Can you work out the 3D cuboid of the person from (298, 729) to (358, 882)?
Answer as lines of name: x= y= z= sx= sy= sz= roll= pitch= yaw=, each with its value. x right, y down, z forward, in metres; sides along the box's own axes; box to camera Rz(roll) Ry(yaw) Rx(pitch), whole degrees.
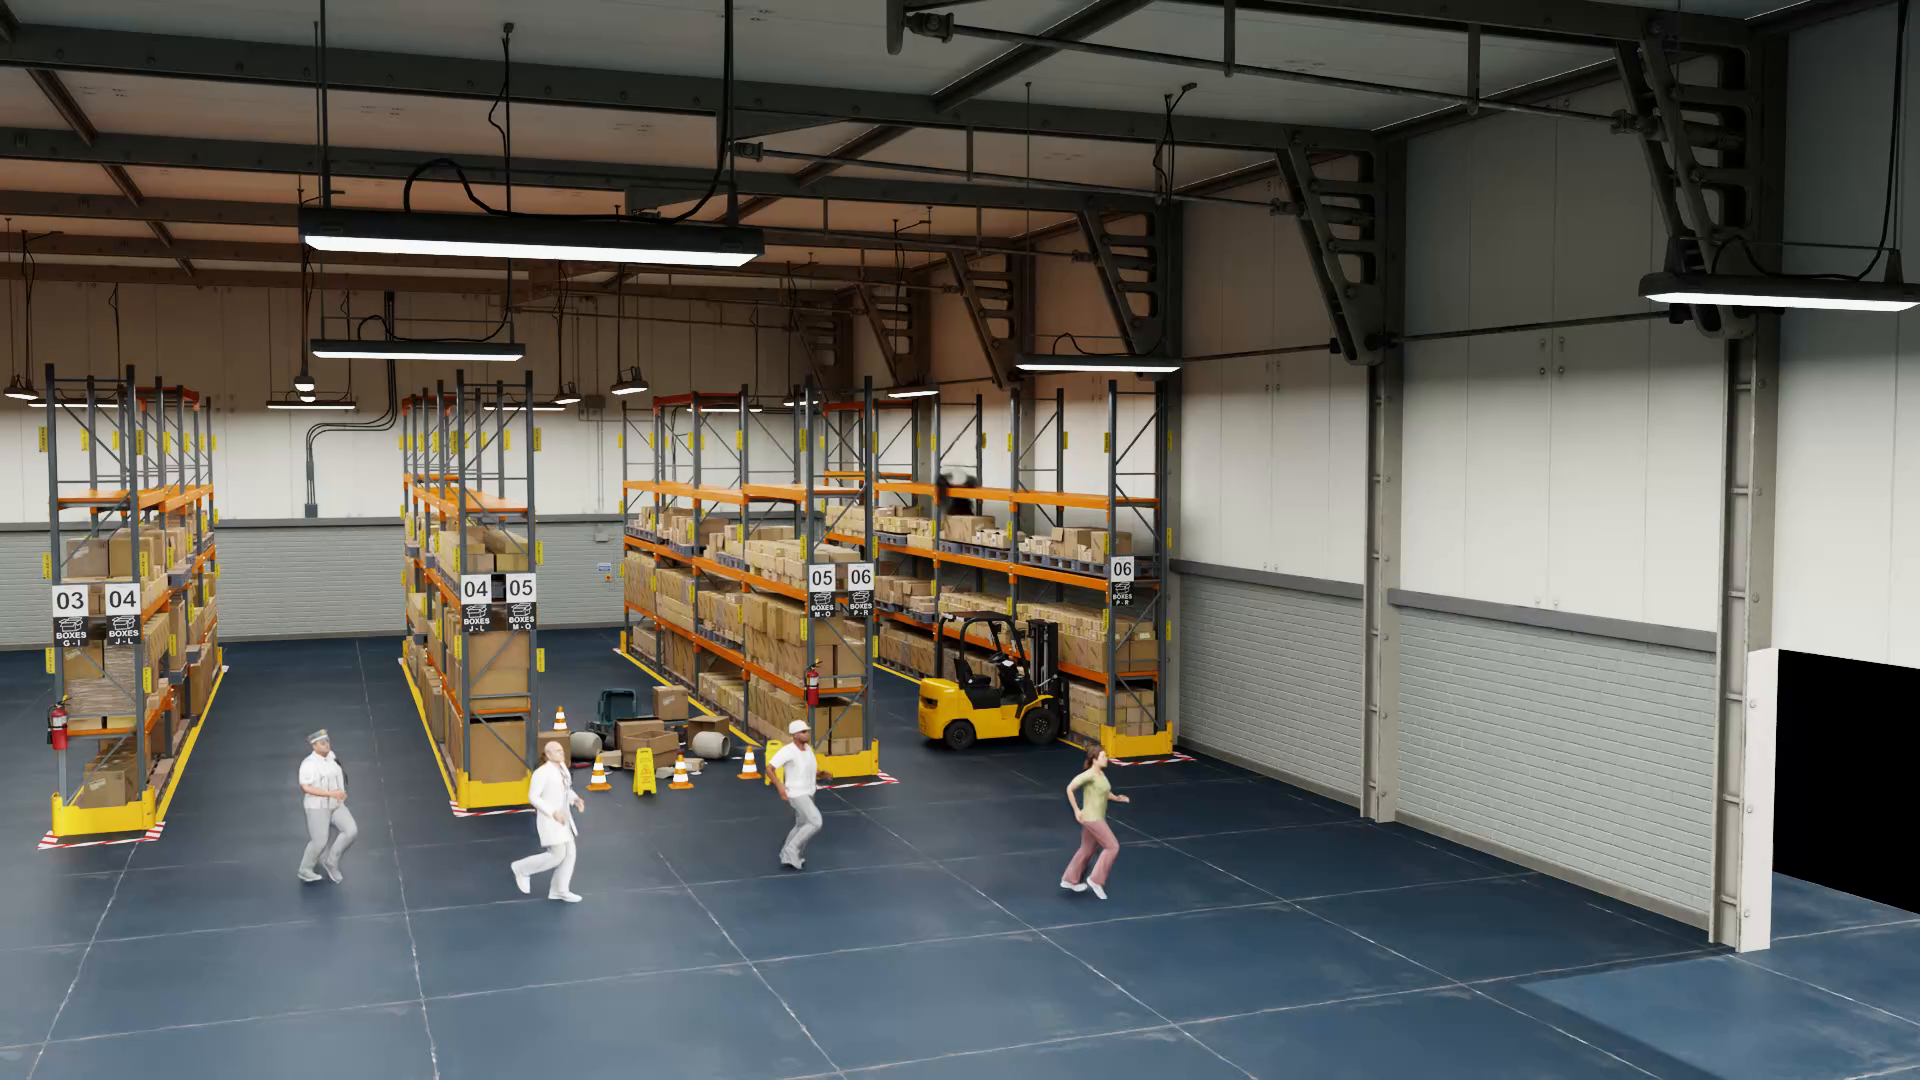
person: x=-7.209 y=3.030 z=18.908 sx=0.683 sy=1.791 sz=0.668 roll=1 pitch=4 yaw=20

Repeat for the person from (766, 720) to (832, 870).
person: x=-1.832 y=2.981 z=19.482 sx=0.667 sy=1.740 sz=0.684 roll=1 pitch=4 yaw=21

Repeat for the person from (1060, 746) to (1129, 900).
person: x=1.476 y=3.099 z=18.279 sx=0.773 sy=1.687 sz=0.541 roll=1 pitch=4 yaw=18

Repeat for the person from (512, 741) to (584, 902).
person: x=-4.471 y=3.061 z=18.219 sx=0.667 sy=1.734 sz=0.712 roll=1 pitch=3 yaw=15
